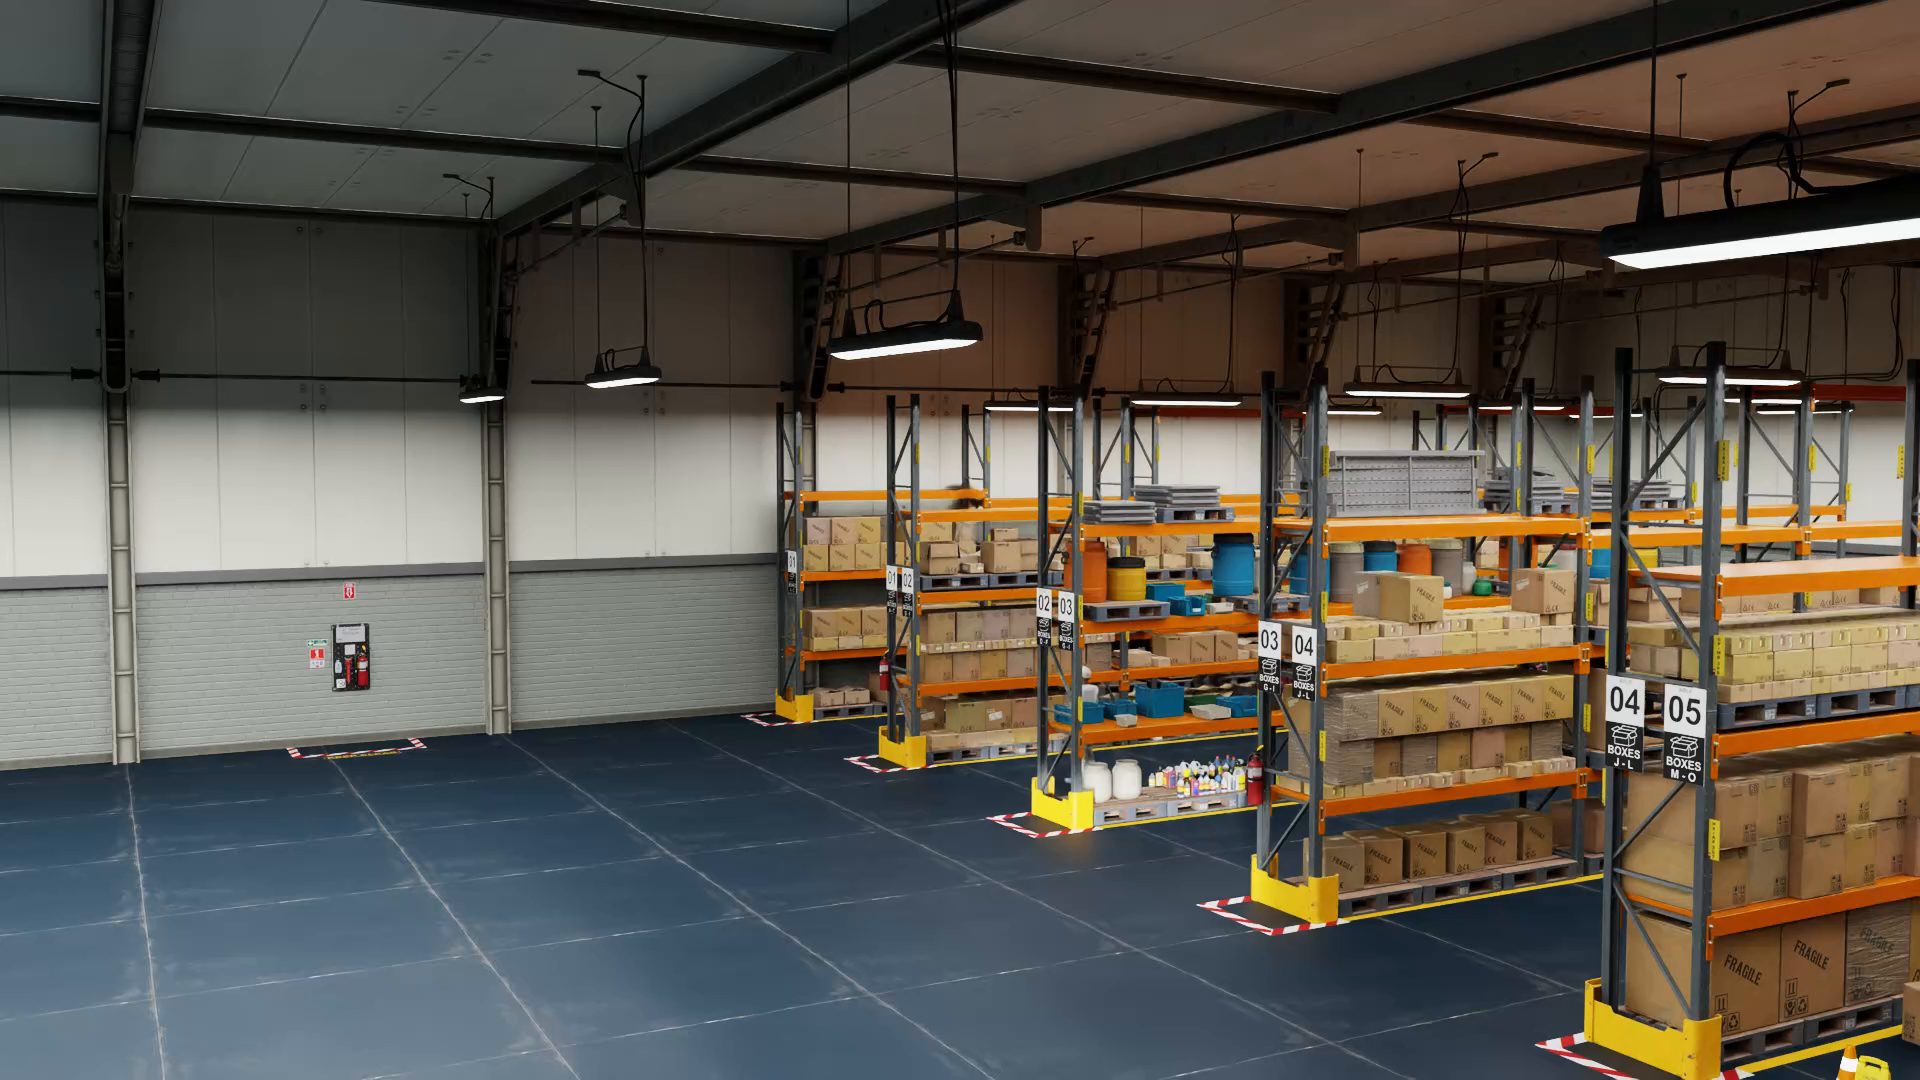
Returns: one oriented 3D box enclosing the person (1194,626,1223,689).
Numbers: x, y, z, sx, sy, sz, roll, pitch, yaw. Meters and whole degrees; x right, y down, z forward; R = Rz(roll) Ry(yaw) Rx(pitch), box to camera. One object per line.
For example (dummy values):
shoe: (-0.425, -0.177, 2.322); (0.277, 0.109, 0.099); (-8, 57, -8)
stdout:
person: (4.920, 2.422, 32.844); (0.995, 1.692, 0.646); (-2, 4, -29)

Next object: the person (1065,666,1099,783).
person: (1.884, 2.819, 25.527); (0.420, 1.789, 0.616); (2, 4, 35)
